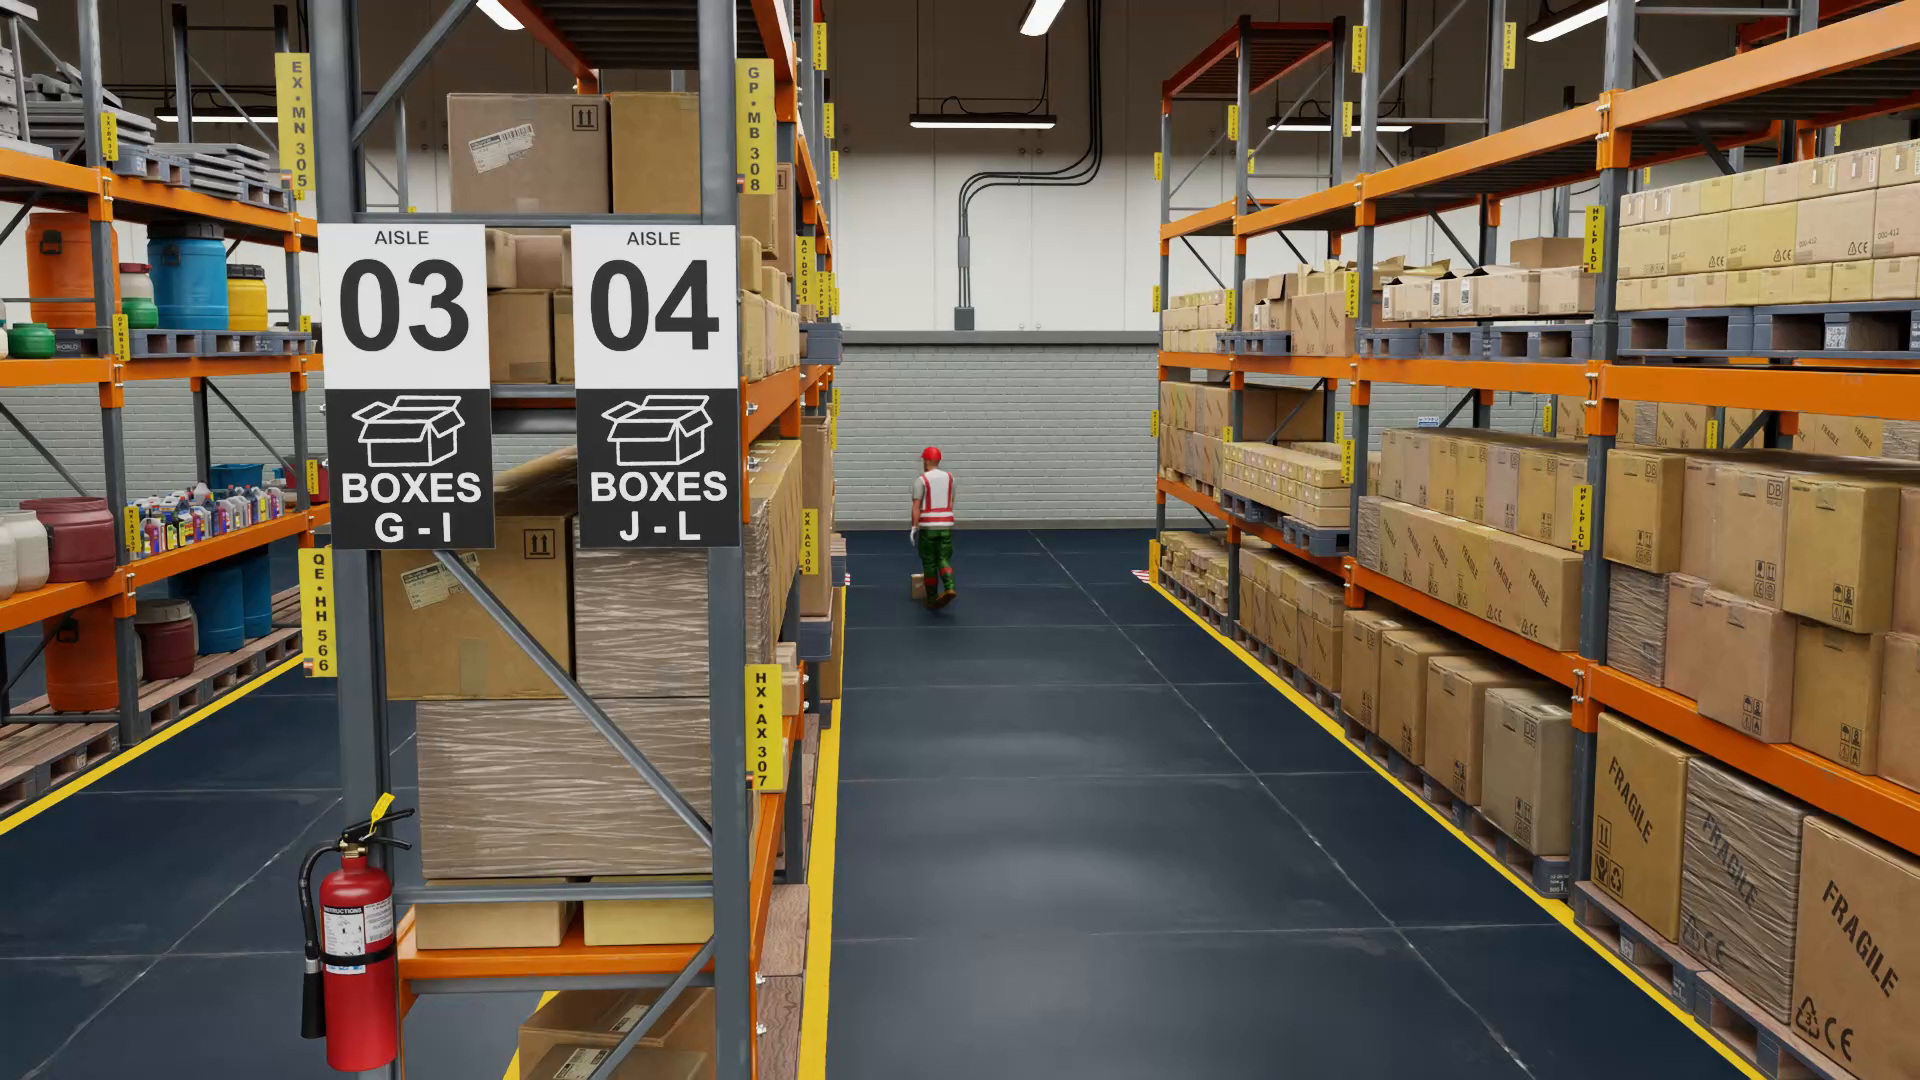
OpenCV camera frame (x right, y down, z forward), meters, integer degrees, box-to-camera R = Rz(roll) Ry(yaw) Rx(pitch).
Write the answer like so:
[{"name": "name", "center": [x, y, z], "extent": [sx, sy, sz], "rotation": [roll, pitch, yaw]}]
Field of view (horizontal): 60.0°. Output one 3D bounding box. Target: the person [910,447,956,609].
[{"name": "person", "center": [-3.327, 0.517, 12.752], "extent": [10.024, 1.784, 8.701], "rotation": [-3, 7, -20]}]
